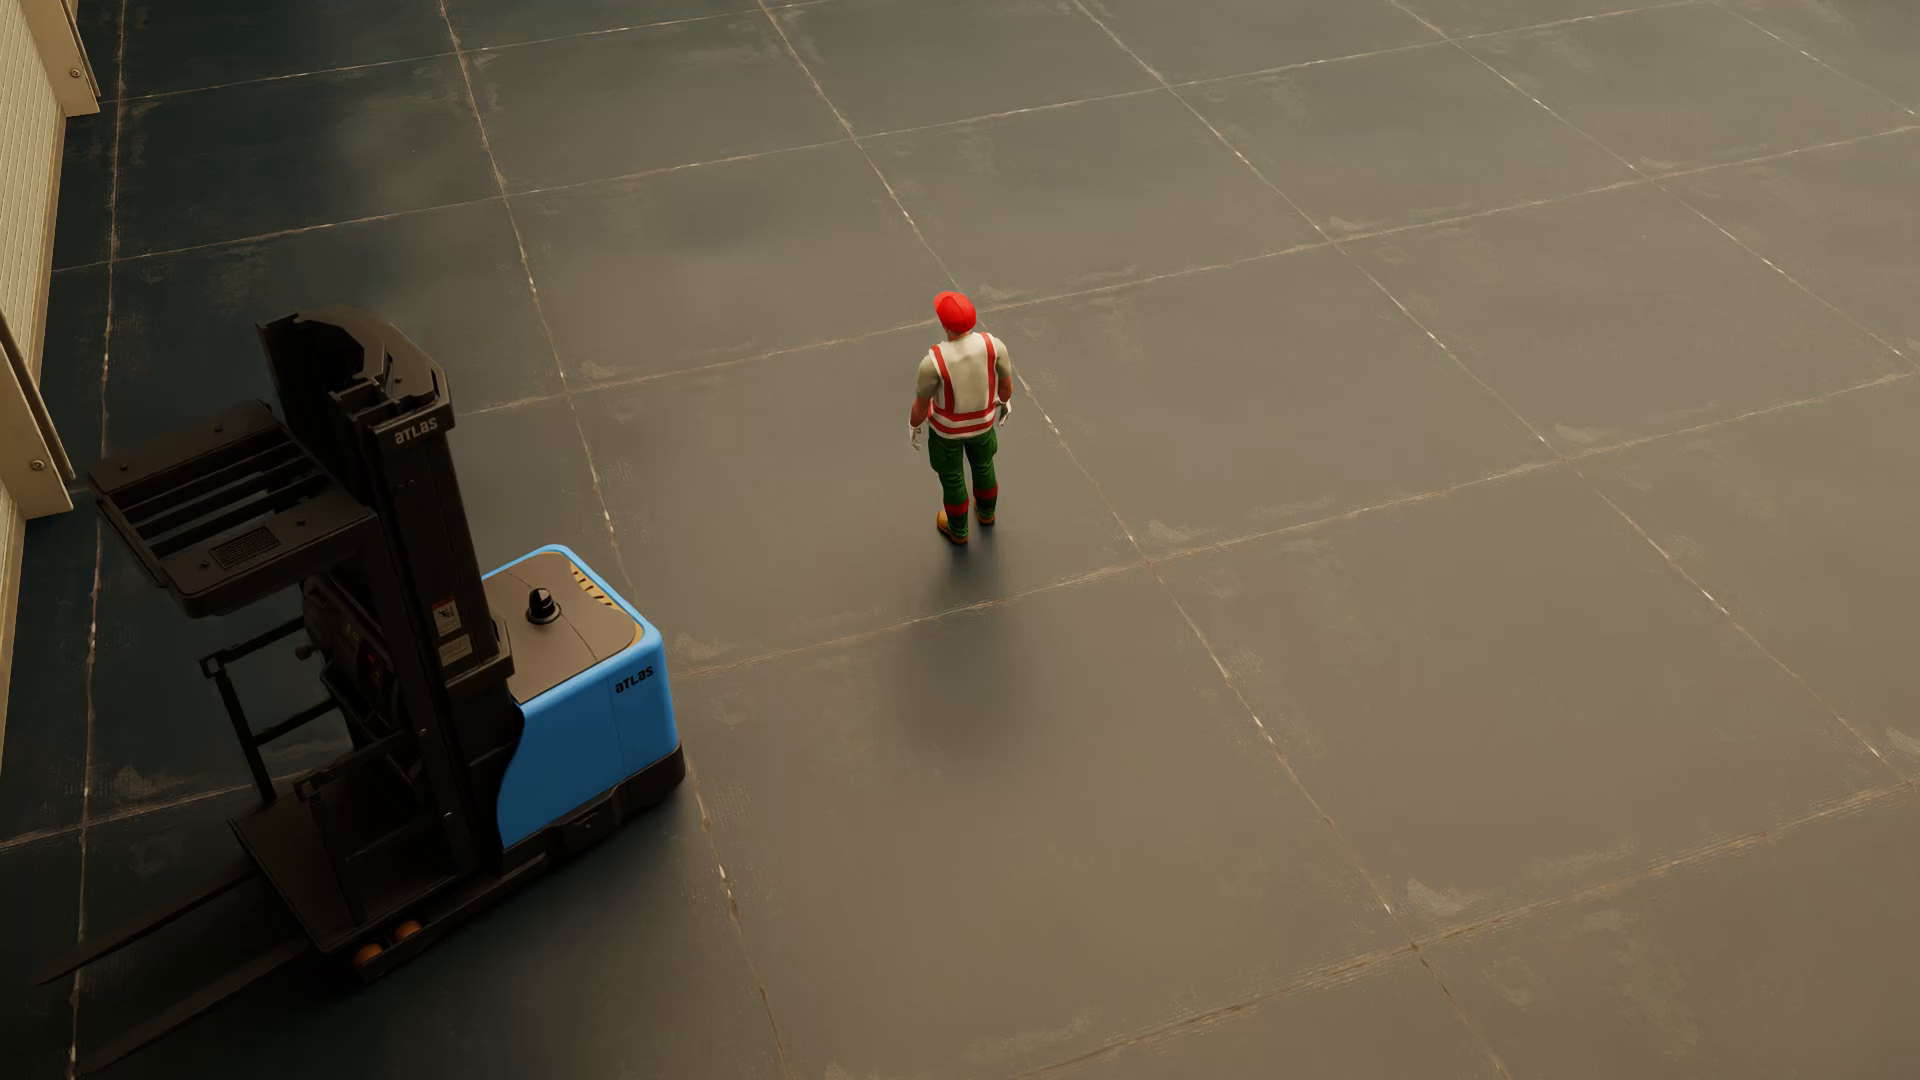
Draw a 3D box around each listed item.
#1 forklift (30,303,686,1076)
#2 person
[{"bbox_3d":[-2.875,0.555,7.335,3.031,2.935,1.130,-30,48,-30],"label":"forklift"},{"bbox_3d":[-0.017,-0.742,9.756,0.638,1.787,0.564,-13,42,-15],"label":"person"}]
